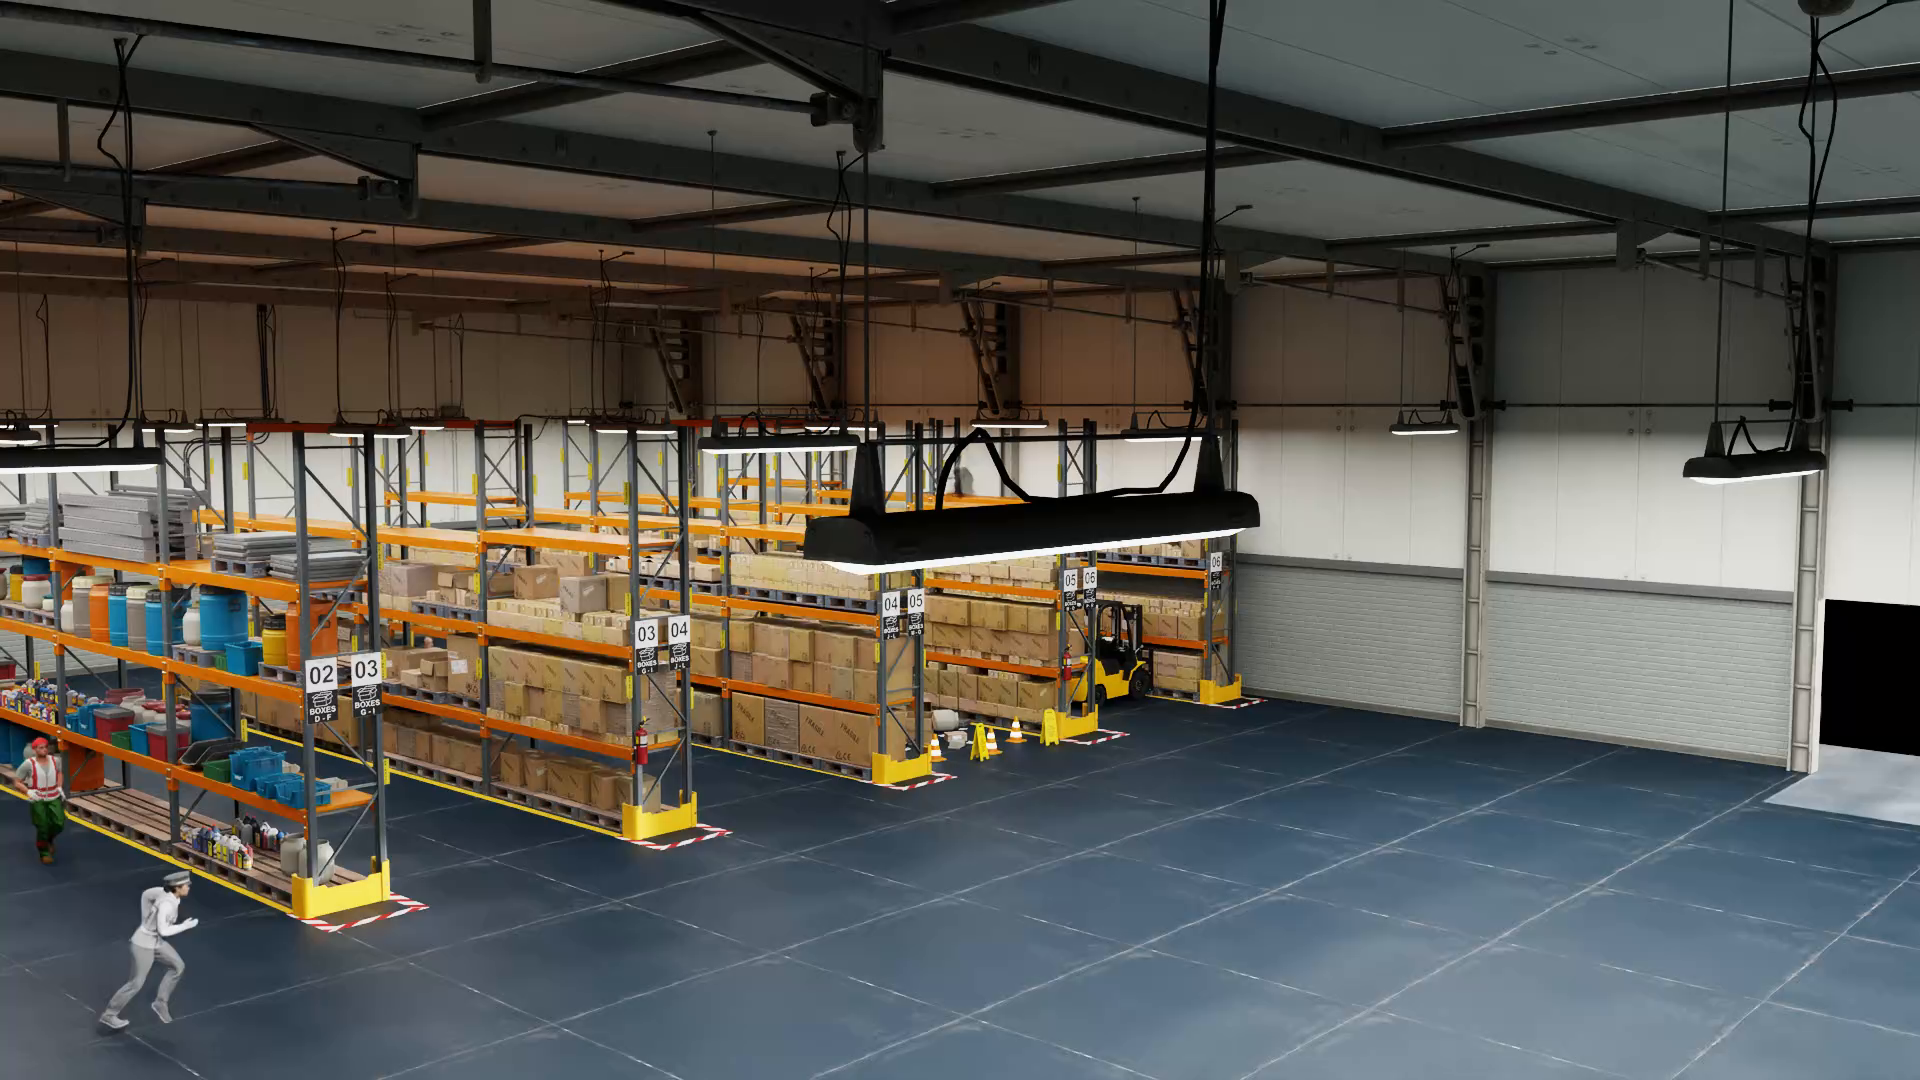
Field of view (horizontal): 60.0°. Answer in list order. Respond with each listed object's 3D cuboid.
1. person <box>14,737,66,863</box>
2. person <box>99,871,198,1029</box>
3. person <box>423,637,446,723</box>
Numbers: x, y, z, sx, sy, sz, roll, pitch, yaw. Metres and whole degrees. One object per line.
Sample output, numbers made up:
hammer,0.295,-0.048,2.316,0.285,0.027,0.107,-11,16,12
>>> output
person,-12.636,3.583,22.907,0.586,1.745,0.661,4,6,40
person,-8.268,4.185,16.949,0.942,1.580,0.648,-2,5,-22
person,-10.347,2.786,32.394,1.049,1.798,0.707,4,6,40
